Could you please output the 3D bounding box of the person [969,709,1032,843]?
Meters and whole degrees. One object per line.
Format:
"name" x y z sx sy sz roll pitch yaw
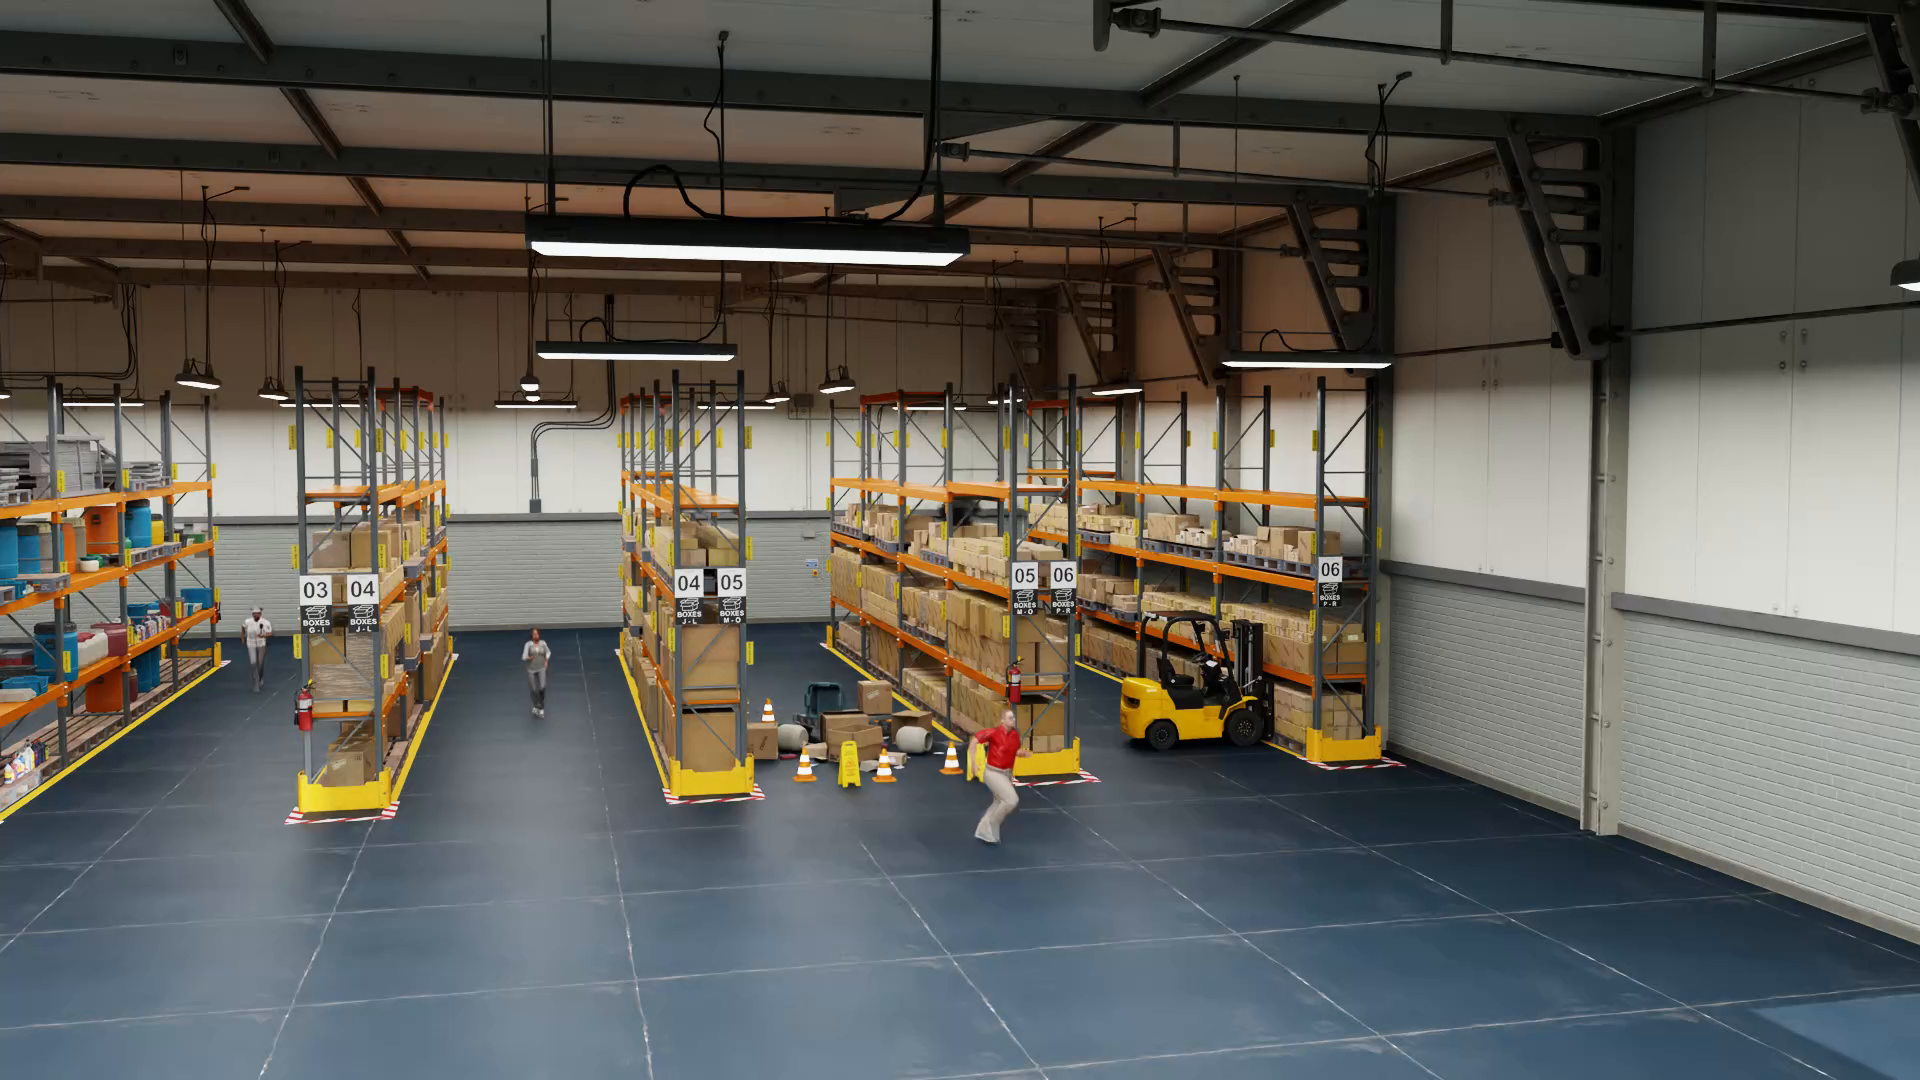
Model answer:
"person" 0.516 2.920 20.507 0.784 1.678 0.701 3 4 36

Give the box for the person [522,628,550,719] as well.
"person" -7.654 2.410 30.084 0.514 1.631 0.653 -1 4 -18

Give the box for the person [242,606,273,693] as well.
"person" -14.127 2.177 33.440 0.599 1.736 0.833 -1 4 -17
